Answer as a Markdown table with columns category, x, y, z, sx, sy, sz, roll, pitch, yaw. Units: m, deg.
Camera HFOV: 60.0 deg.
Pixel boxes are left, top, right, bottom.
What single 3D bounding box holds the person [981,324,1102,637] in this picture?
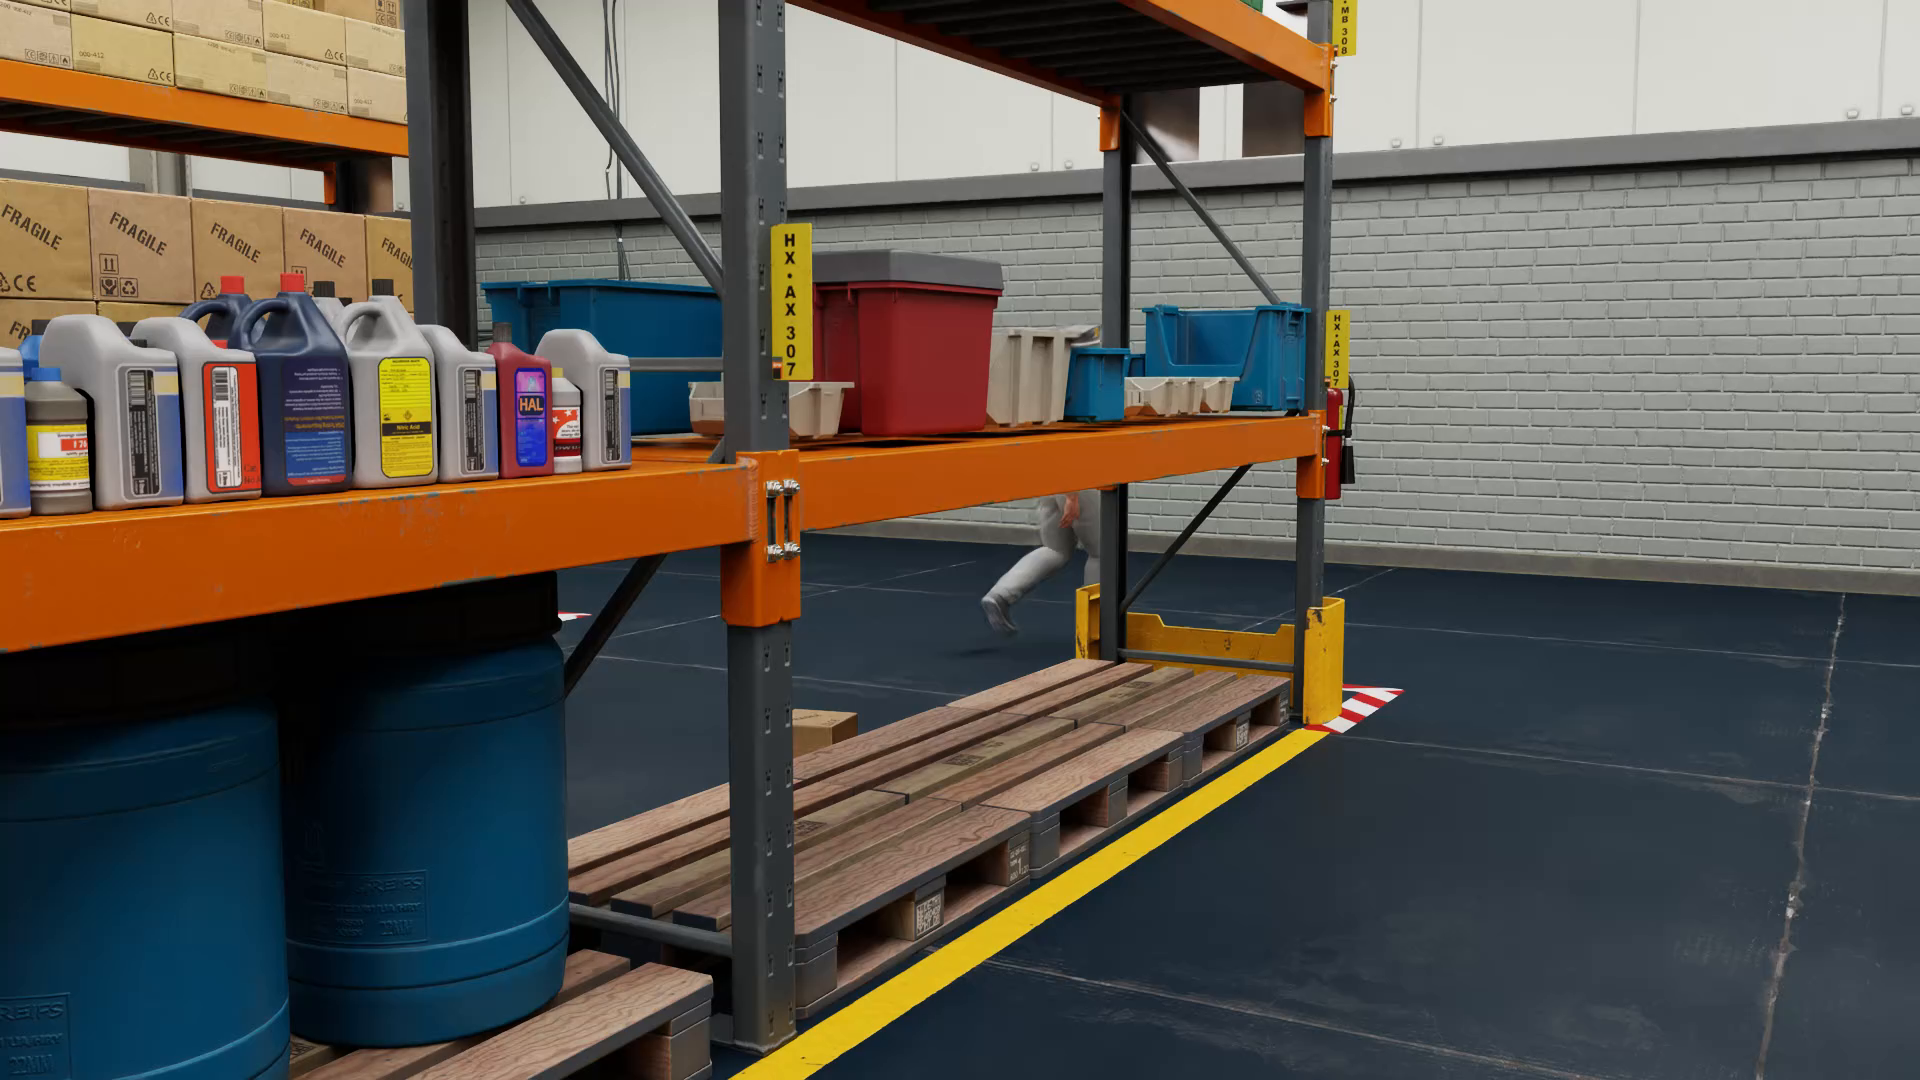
| category | x | y | z | sx | sy | sz | roll | pitch | yaw |
| --- | --- | --- | --- | --- | --- | --- | --- | --- | --- |
| person | 0.577 | -0.286 | 8.843 | 0.910 | 1.704 | 0.612 | -3 | 6 | -23 |
